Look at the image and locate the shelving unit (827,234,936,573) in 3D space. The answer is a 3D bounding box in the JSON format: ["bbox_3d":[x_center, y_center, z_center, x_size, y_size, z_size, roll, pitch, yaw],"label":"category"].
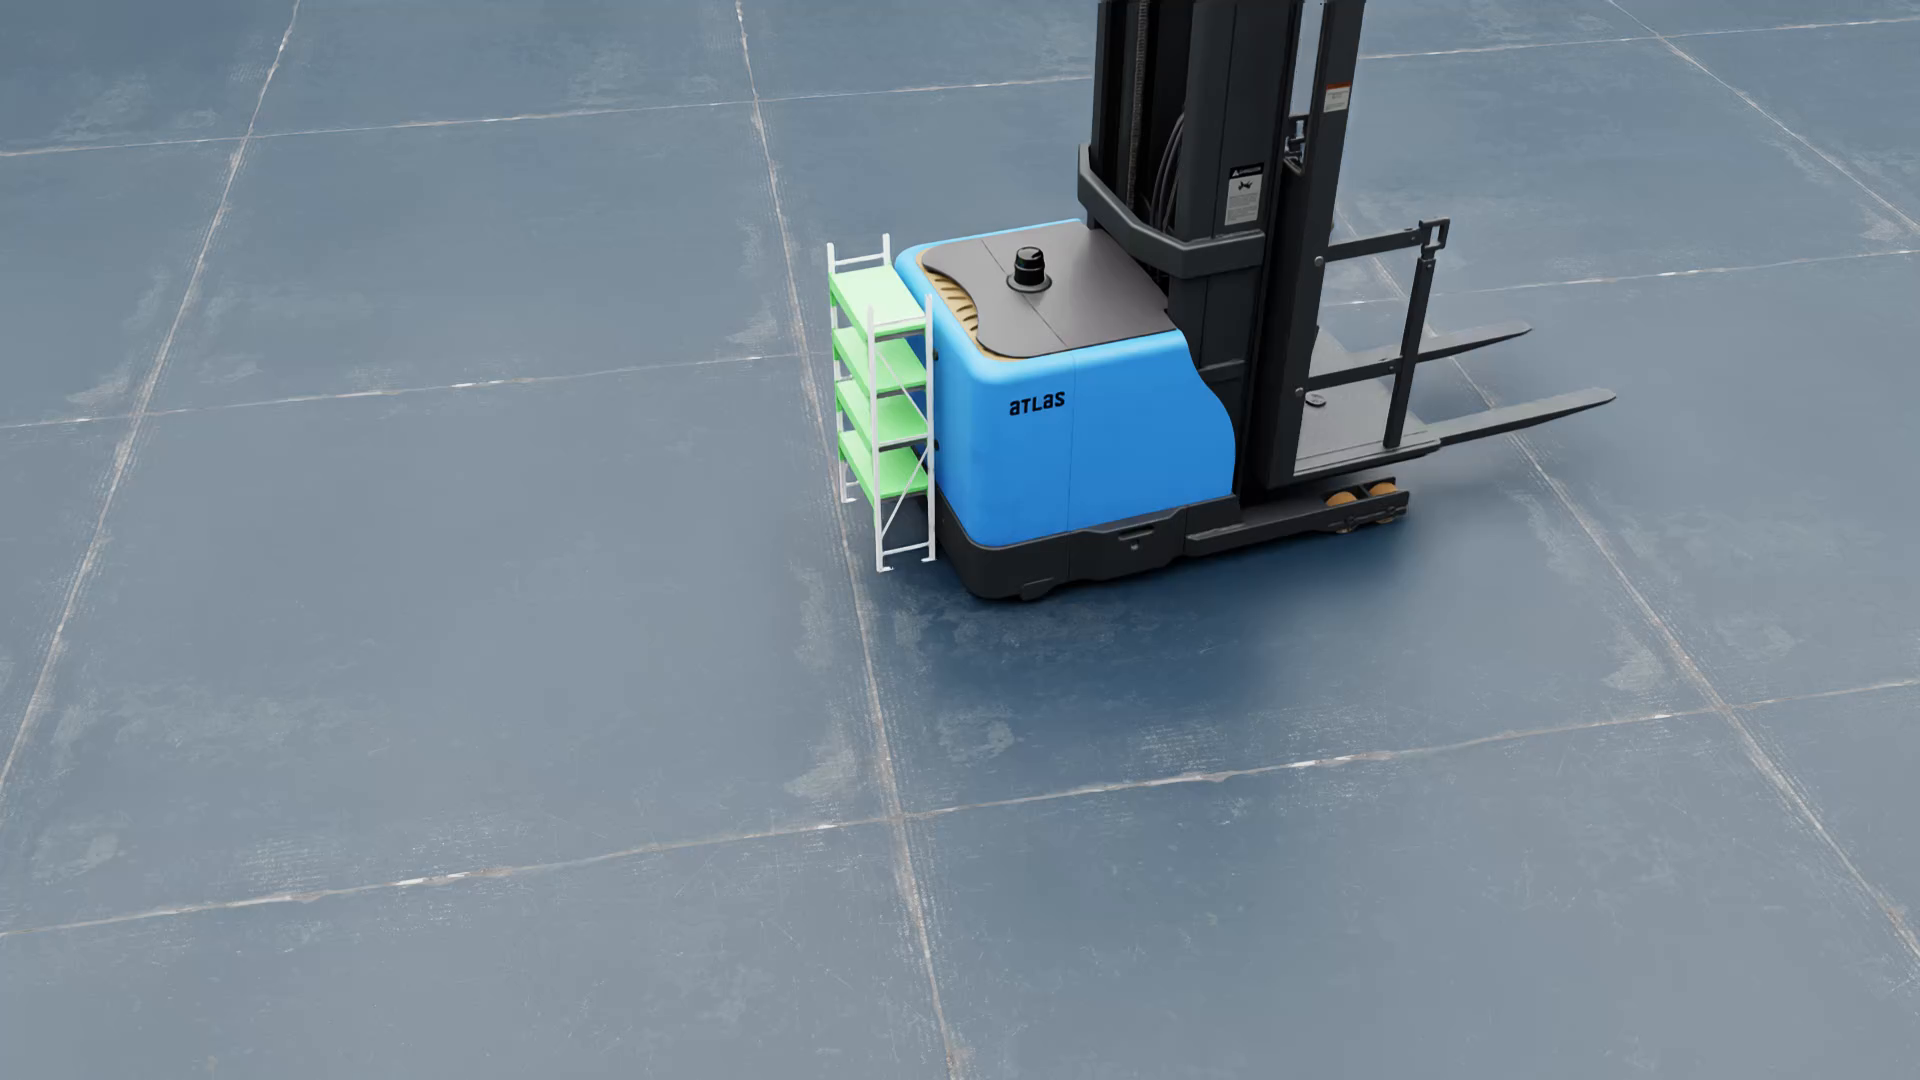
[{"bbox_3d":[-0.298,-0.514,6.433,0.258,1.200,0.503,-13,40,-16],"label":"shelving unit"}]

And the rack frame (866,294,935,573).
[{"bbox_3d":[-0.214,-0.373,6.252,0.240,1.200,0.015,-13,40,-16],"label":"rack frame"}]

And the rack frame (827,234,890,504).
[{"bbox_3d":[-0.382,-0.654,6.614,0.240,1.200,0.015,-13,40,-16],"label":"rack frame"}]

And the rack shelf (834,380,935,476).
[{"bbox_3d":[-0.298,-0.463,6.472,0.258,0.148,0.480,-13,40,-16],"label":"rack shelf"}]

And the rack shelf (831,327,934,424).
[{"bbox_3d":[-0.298,-0.653,6.325,0.258,0.148,0.480,-13,40,-16],"label":"rack shelf"}]

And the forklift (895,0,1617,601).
[{"bbox_3d":[1.305,-1.478,6.263,3.031,2.935,1.130,-13,40,-16],"label":"forklift"}]

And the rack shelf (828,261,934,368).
[{"bbox_3d":[-0.298,-0.842,6.178,0.258,0.148,0.480,-13,40,-16],"label":"rack shelf"}]

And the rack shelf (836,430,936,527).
[{"bbox_3d":[-0.298,-0.274,6.620,0.258,0.148,0.480,-13,40,-16],"label":"rack shelf"}]
